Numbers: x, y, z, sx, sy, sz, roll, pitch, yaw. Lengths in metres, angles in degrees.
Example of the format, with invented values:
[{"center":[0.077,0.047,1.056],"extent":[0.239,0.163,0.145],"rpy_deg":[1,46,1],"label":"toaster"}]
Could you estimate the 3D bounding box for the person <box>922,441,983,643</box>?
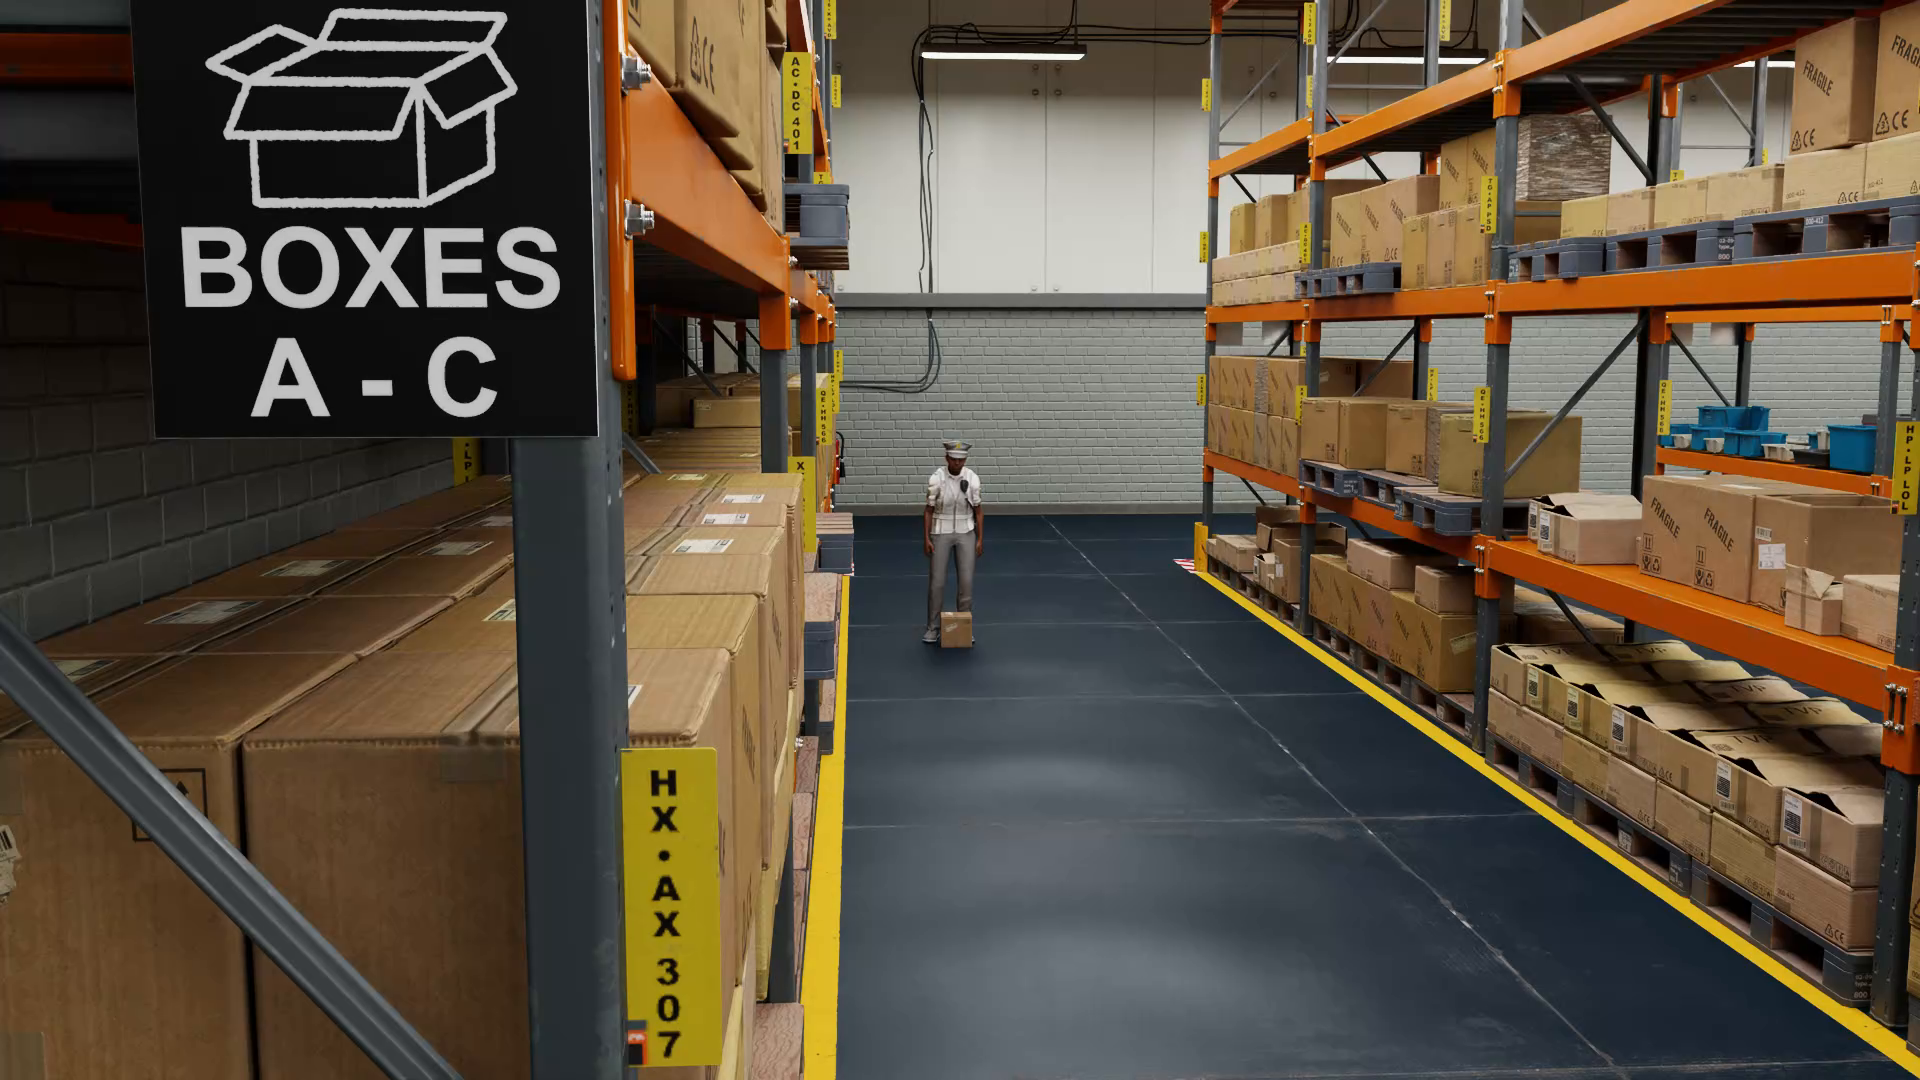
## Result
[{"center":[-0.059,0.008,13.695],"extent":[0.514,1.657,0.405],"rpy_deg":[-1,7,-4],"label":"person"}]
